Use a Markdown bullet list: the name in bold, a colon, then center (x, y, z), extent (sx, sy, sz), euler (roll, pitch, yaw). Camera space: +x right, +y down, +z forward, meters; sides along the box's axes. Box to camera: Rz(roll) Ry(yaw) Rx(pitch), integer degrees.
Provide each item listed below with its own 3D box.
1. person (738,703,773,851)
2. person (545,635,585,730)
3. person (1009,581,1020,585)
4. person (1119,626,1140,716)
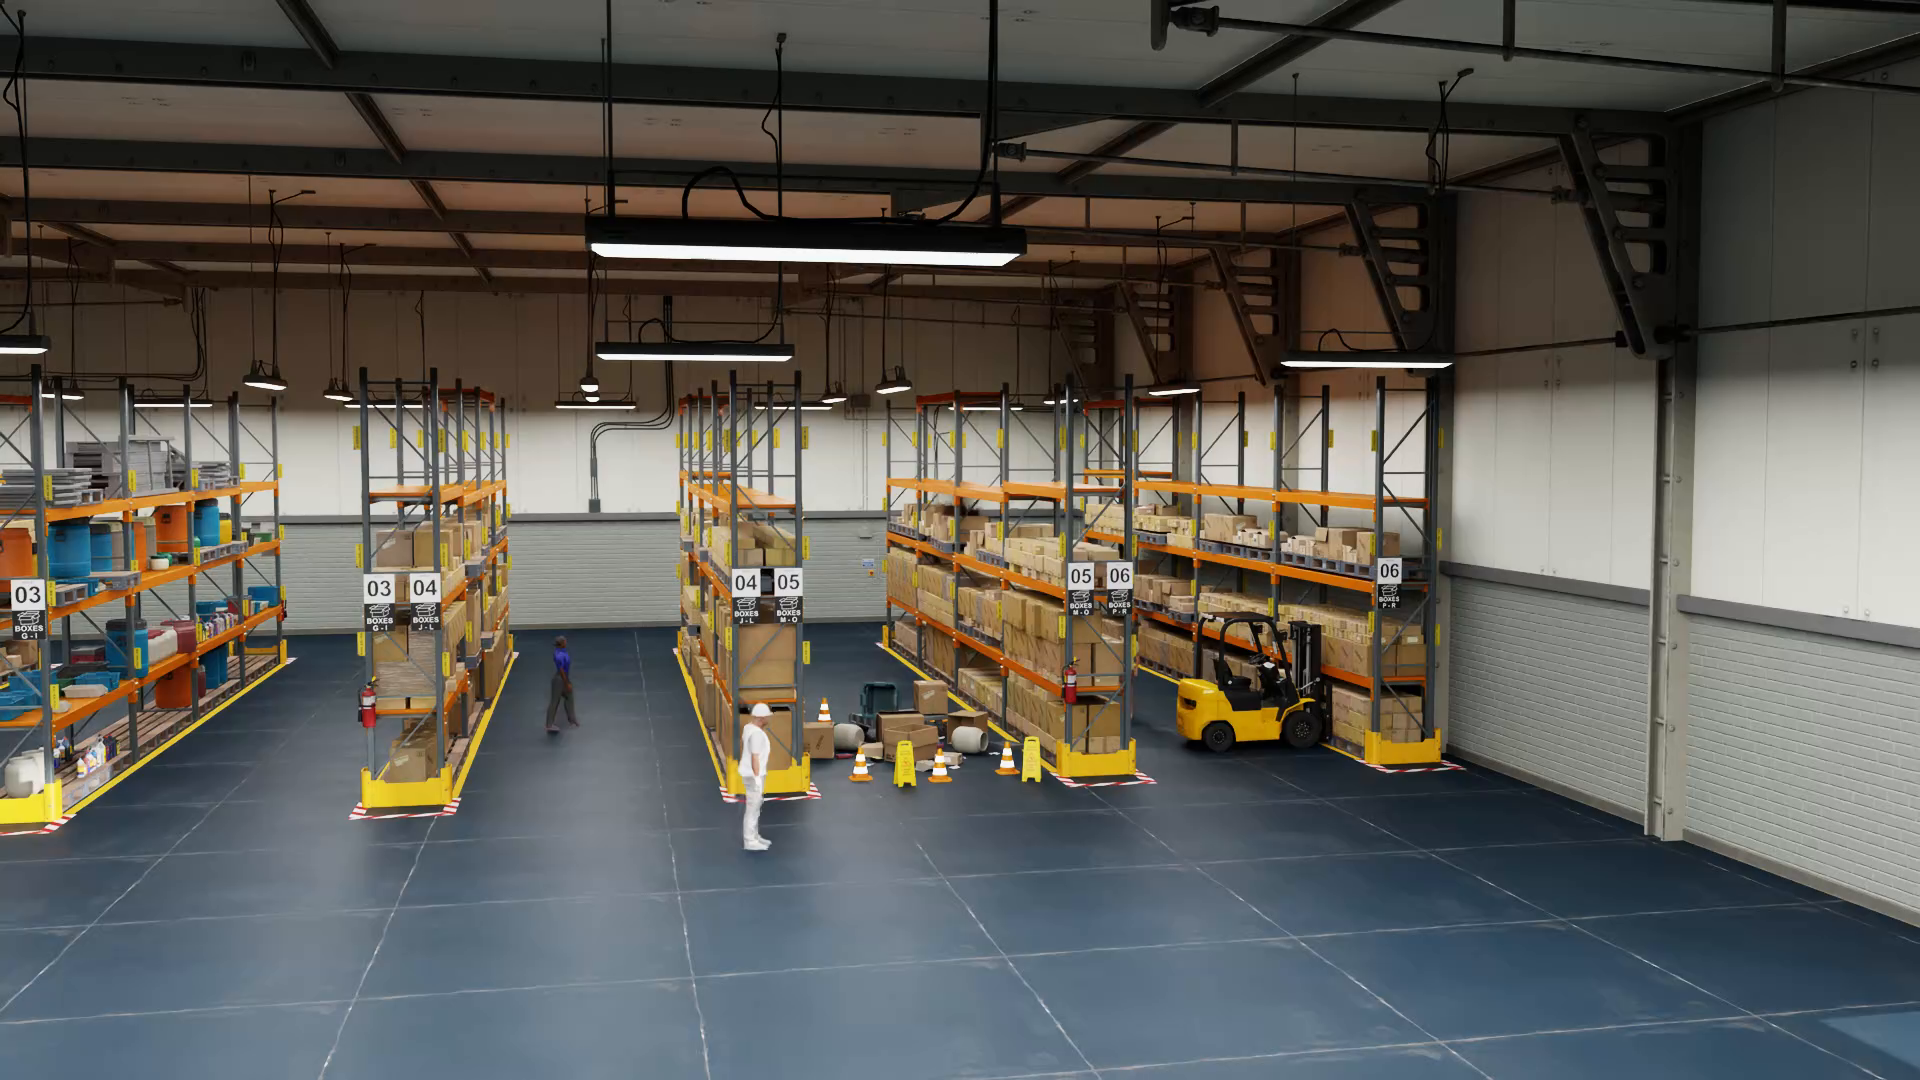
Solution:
- **person**: center (-2.504, 2.896, 20.437), extent (0.438, 1.797, 0.580), euler (-1, 3, -10)
- **person**: center (-6.887, 2.469, 28.903), extent (0.560, 1.671, 0.646), euler (0, 3, 3)
- **person**: center (1.384, 1.604, 42.943), extent (0.816, 1.646, 0.504), euler (-1, 4, -19)
- **person**: center (2.996, 2.367, 30.199), extent (0.484, 1.689, 0.676), euler (-1, 4, -16)
